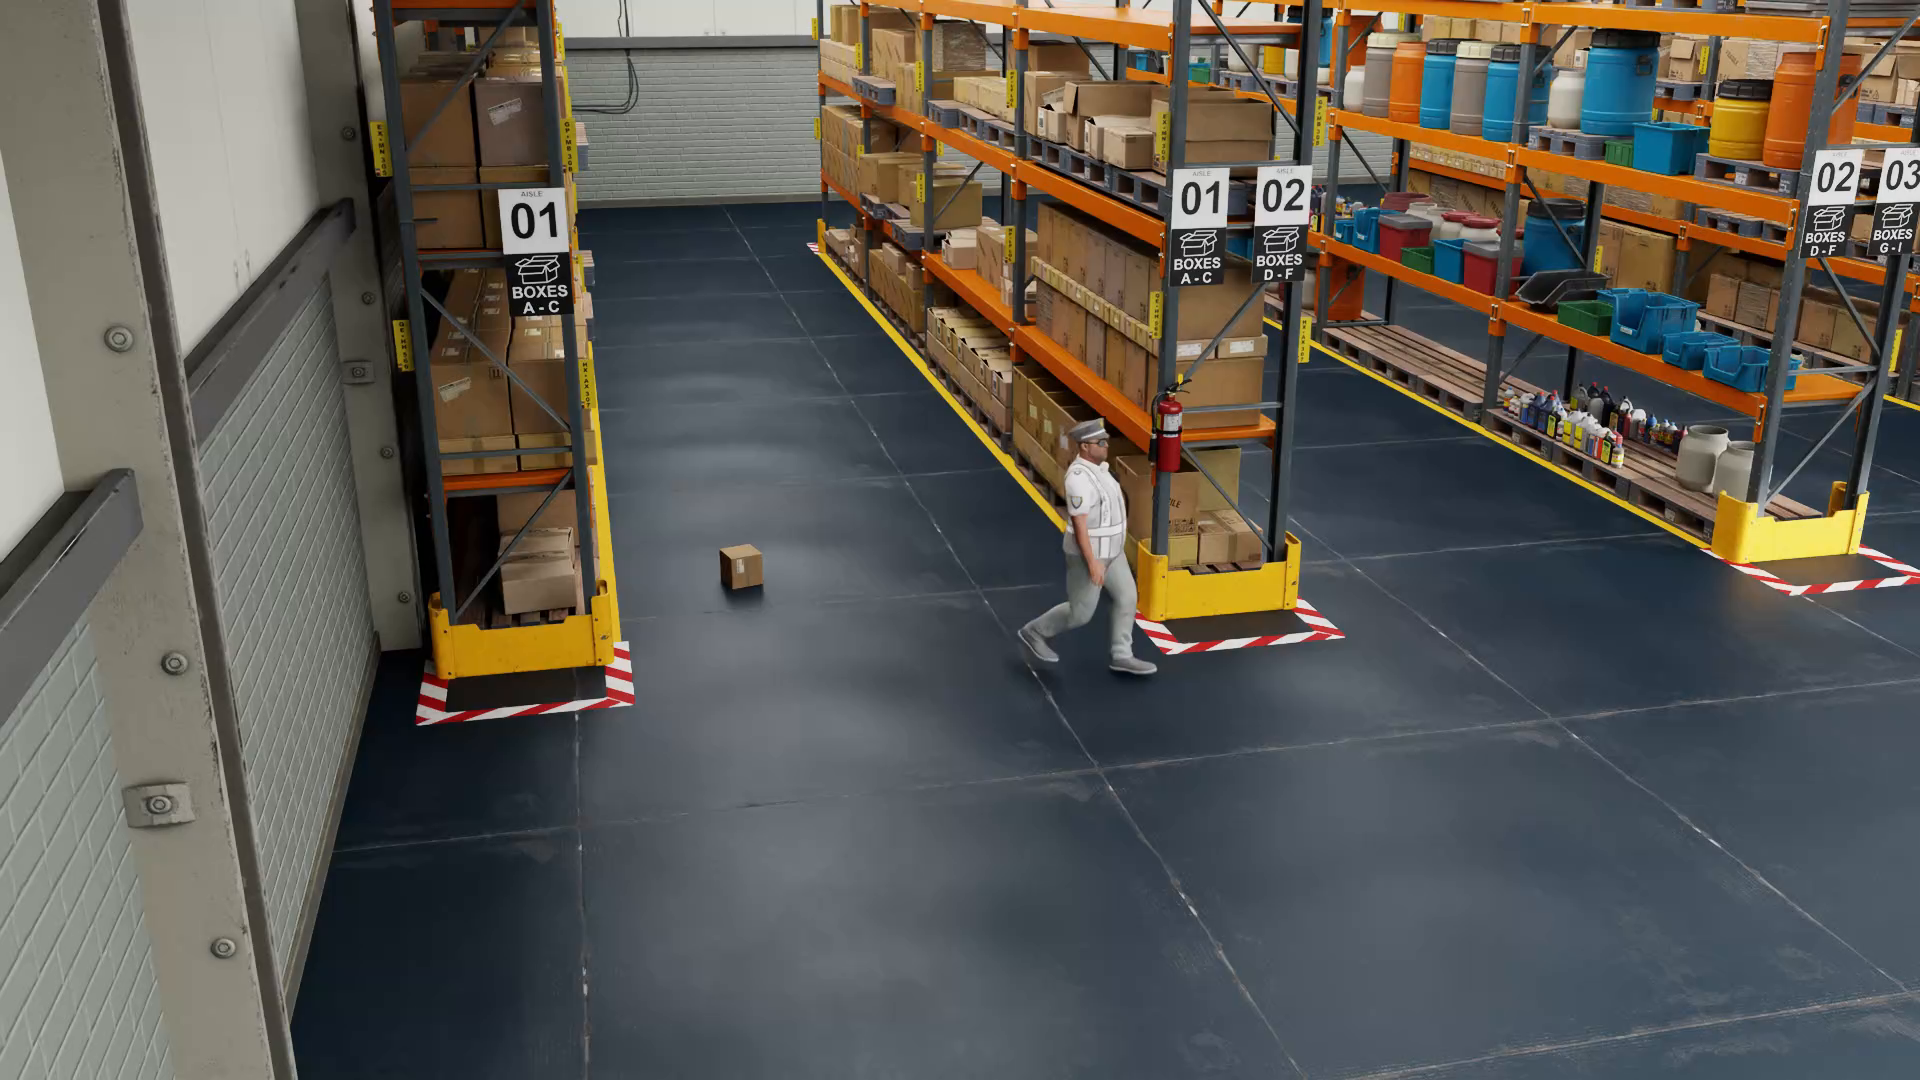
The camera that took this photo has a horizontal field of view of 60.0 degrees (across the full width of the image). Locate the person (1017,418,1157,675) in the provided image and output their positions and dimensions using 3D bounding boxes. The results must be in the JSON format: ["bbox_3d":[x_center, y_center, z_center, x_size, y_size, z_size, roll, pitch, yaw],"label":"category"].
[{"bbox_3d":[0.848,0.042,10.882,0.924,1.735,0.536,9,22,25],"label":"person"}]
